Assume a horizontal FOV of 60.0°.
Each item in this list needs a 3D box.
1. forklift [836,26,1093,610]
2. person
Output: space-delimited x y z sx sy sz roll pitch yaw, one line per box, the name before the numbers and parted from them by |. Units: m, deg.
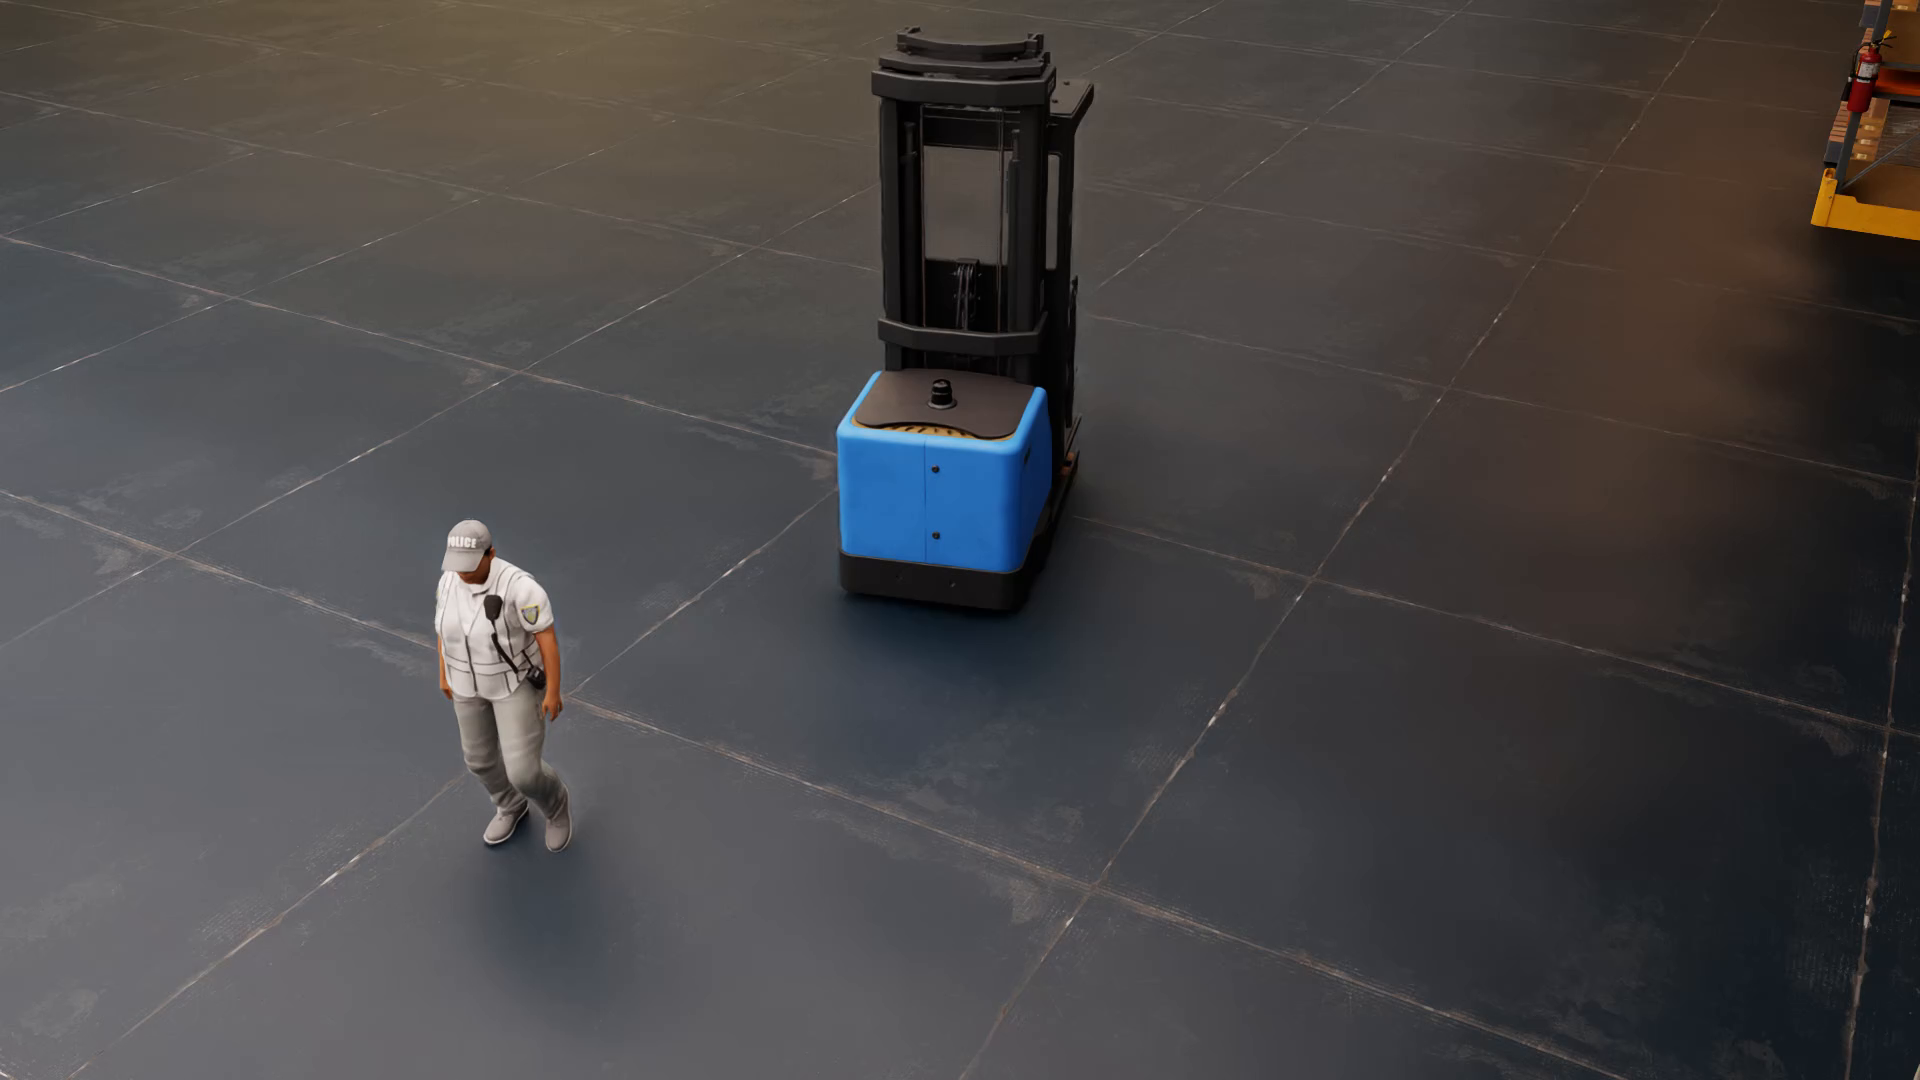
forklift | 0.146 -1.603 9.848 1.130 2.935 3.031 6 31 11
person | -2.023 0.656 7.231 0.596 1.652 0.489 7 31 12
